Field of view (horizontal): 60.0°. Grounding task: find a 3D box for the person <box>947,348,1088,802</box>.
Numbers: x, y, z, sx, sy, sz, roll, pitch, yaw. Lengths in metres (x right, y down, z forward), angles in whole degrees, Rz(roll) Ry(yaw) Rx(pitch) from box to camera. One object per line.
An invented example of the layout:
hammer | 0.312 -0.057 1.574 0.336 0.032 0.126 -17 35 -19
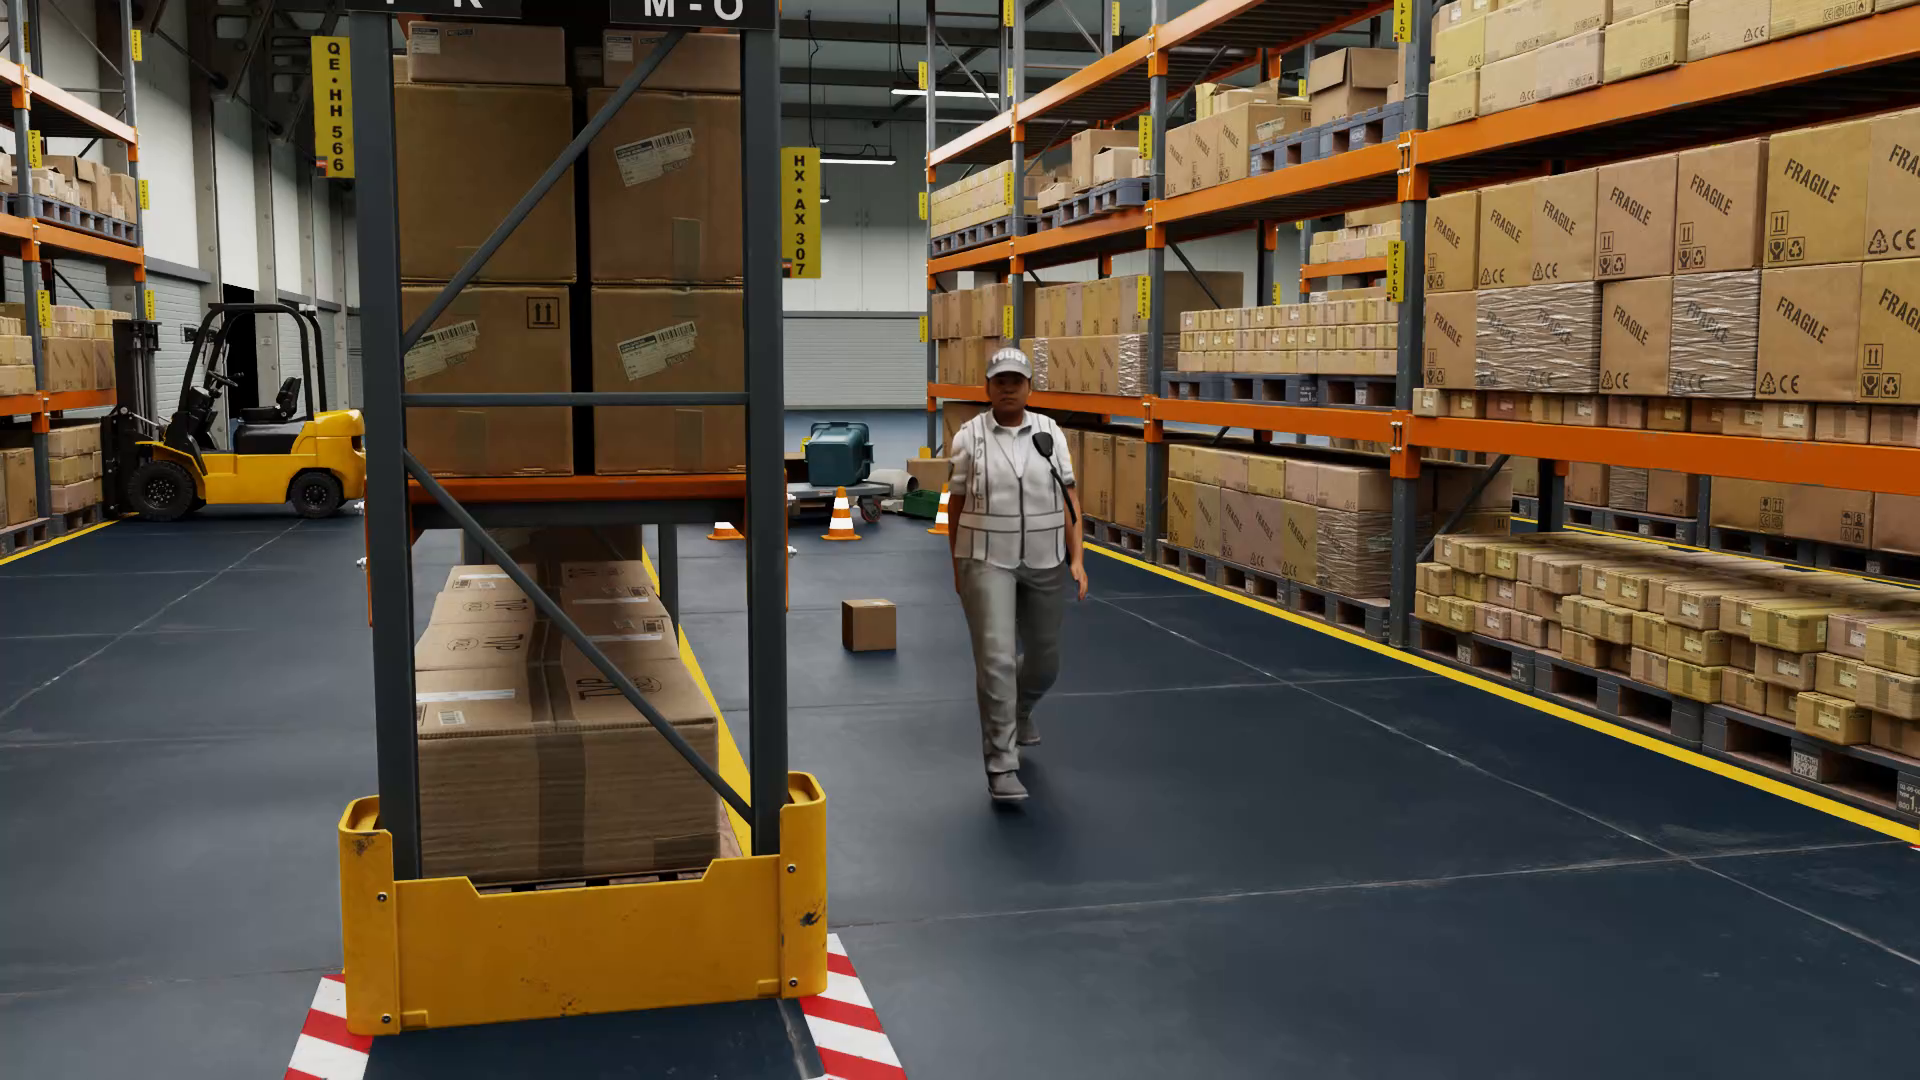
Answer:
person | 0.202 0.090 6.257 0.479 1.615 0.949 -1 6 -12
